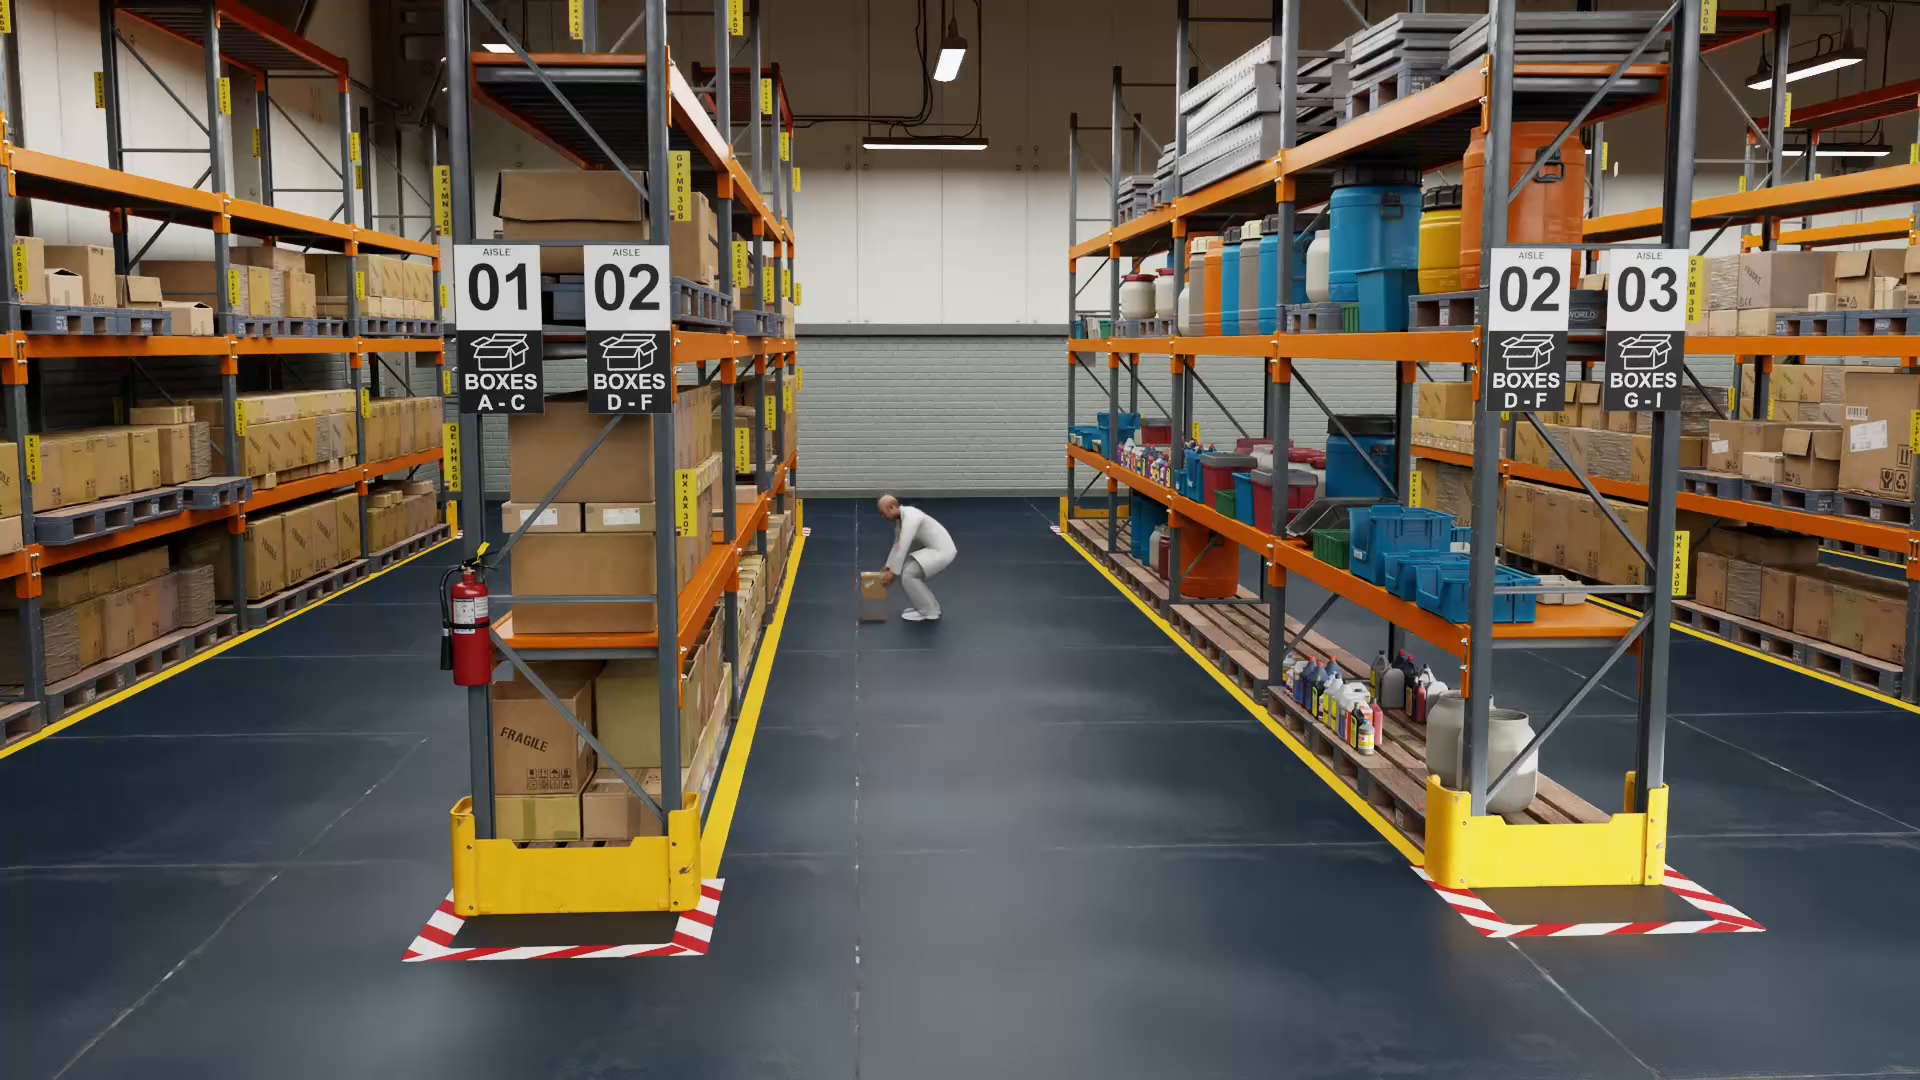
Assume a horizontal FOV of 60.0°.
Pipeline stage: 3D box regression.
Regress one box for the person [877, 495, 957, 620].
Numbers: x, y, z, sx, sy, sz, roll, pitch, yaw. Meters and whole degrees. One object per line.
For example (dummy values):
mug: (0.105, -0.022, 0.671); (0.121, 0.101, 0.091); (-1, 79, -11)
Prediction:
person: (-0.428, 0.167, 16.652); (0.796, 1.249, 0.631); (0, 7, -4)
